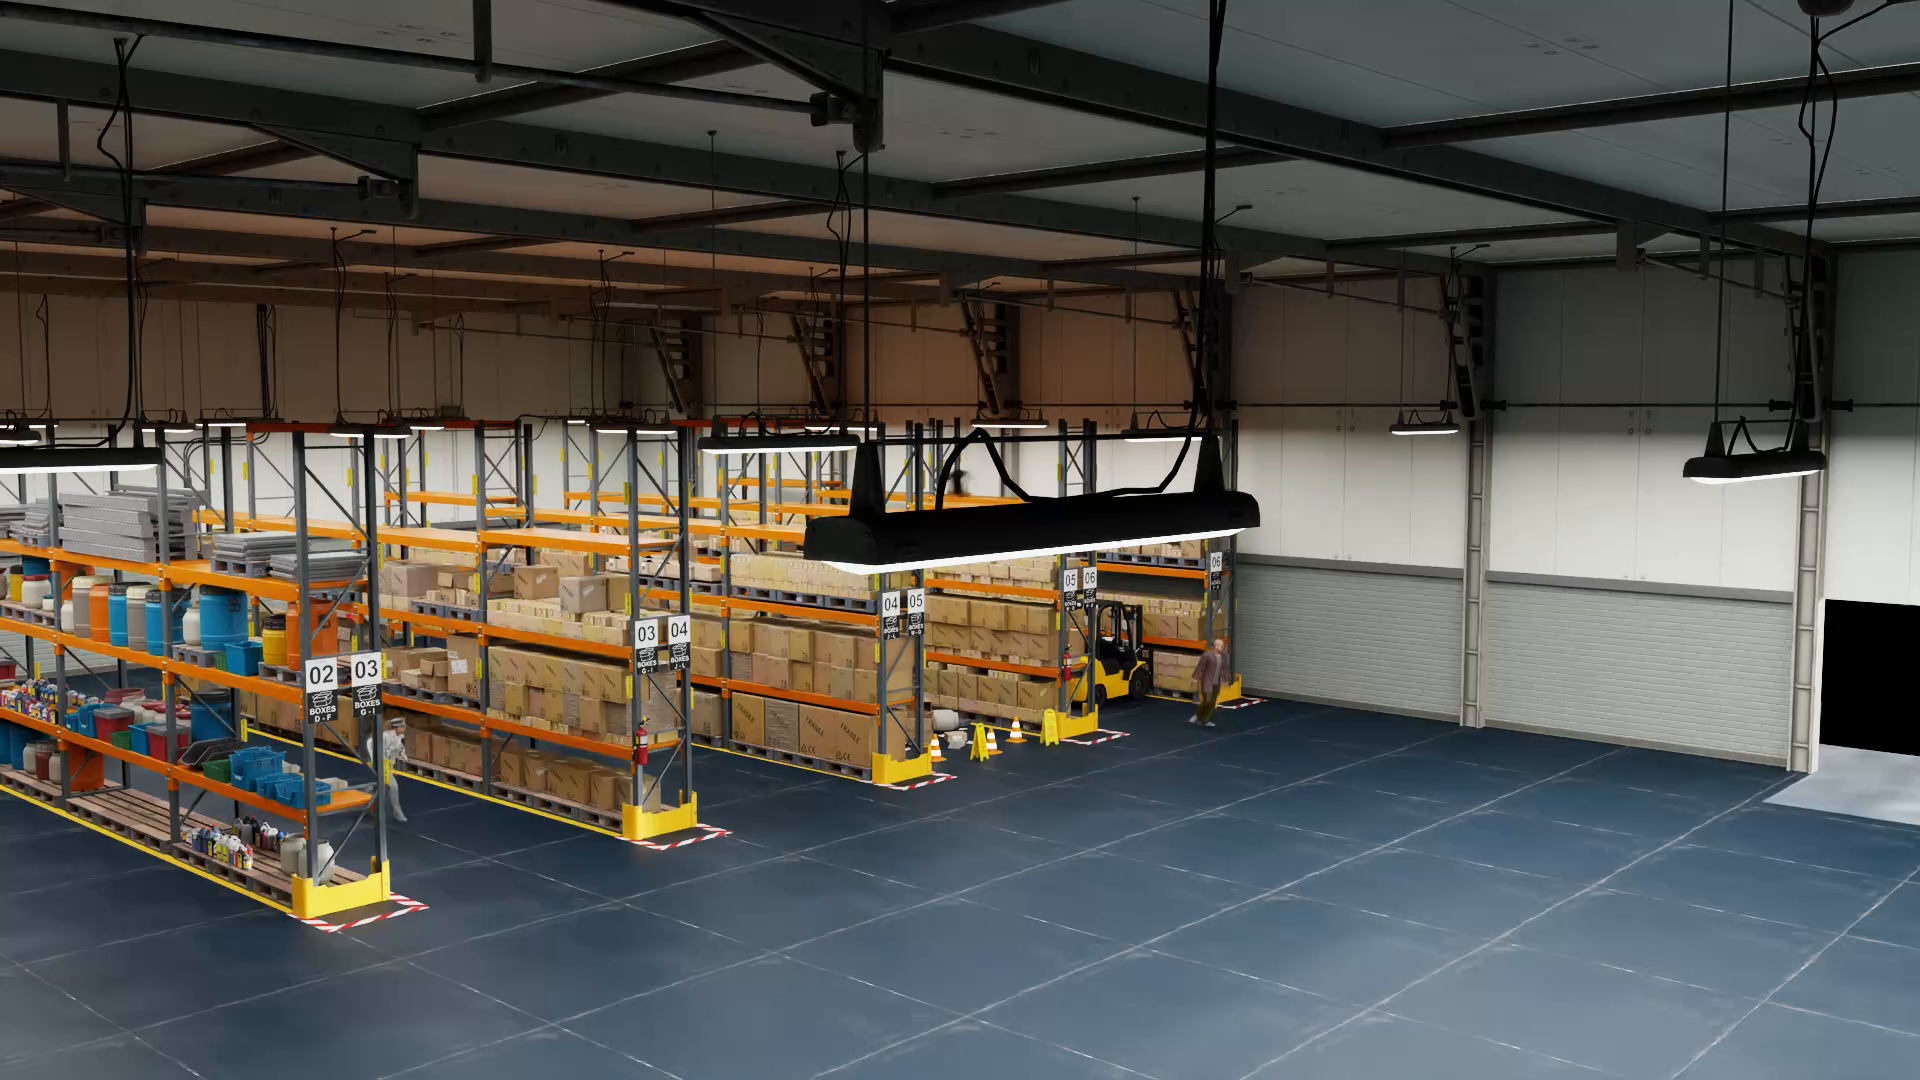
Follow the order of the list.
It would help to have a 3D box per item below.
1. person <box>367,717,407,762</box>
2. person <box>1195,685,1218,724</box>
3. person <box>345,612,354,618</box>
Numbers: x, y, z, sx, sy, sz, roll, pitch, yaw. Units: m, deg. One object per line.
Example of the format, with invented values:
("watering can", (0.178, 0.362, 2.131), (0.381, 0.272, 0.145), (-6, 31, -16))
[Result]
("person", (-8.658, 3.054, 25.264), (0.552, 0.741, 0.663), (2, 5, 25))
("person", (4.860, 3.107, 32.668), (0.445, 1.002, 0.469), (-3, 6, -33))
("person", (-13.792, 2.472, 37.267), (0.573, 1.776, 0.947), (-3, 6, -35))
